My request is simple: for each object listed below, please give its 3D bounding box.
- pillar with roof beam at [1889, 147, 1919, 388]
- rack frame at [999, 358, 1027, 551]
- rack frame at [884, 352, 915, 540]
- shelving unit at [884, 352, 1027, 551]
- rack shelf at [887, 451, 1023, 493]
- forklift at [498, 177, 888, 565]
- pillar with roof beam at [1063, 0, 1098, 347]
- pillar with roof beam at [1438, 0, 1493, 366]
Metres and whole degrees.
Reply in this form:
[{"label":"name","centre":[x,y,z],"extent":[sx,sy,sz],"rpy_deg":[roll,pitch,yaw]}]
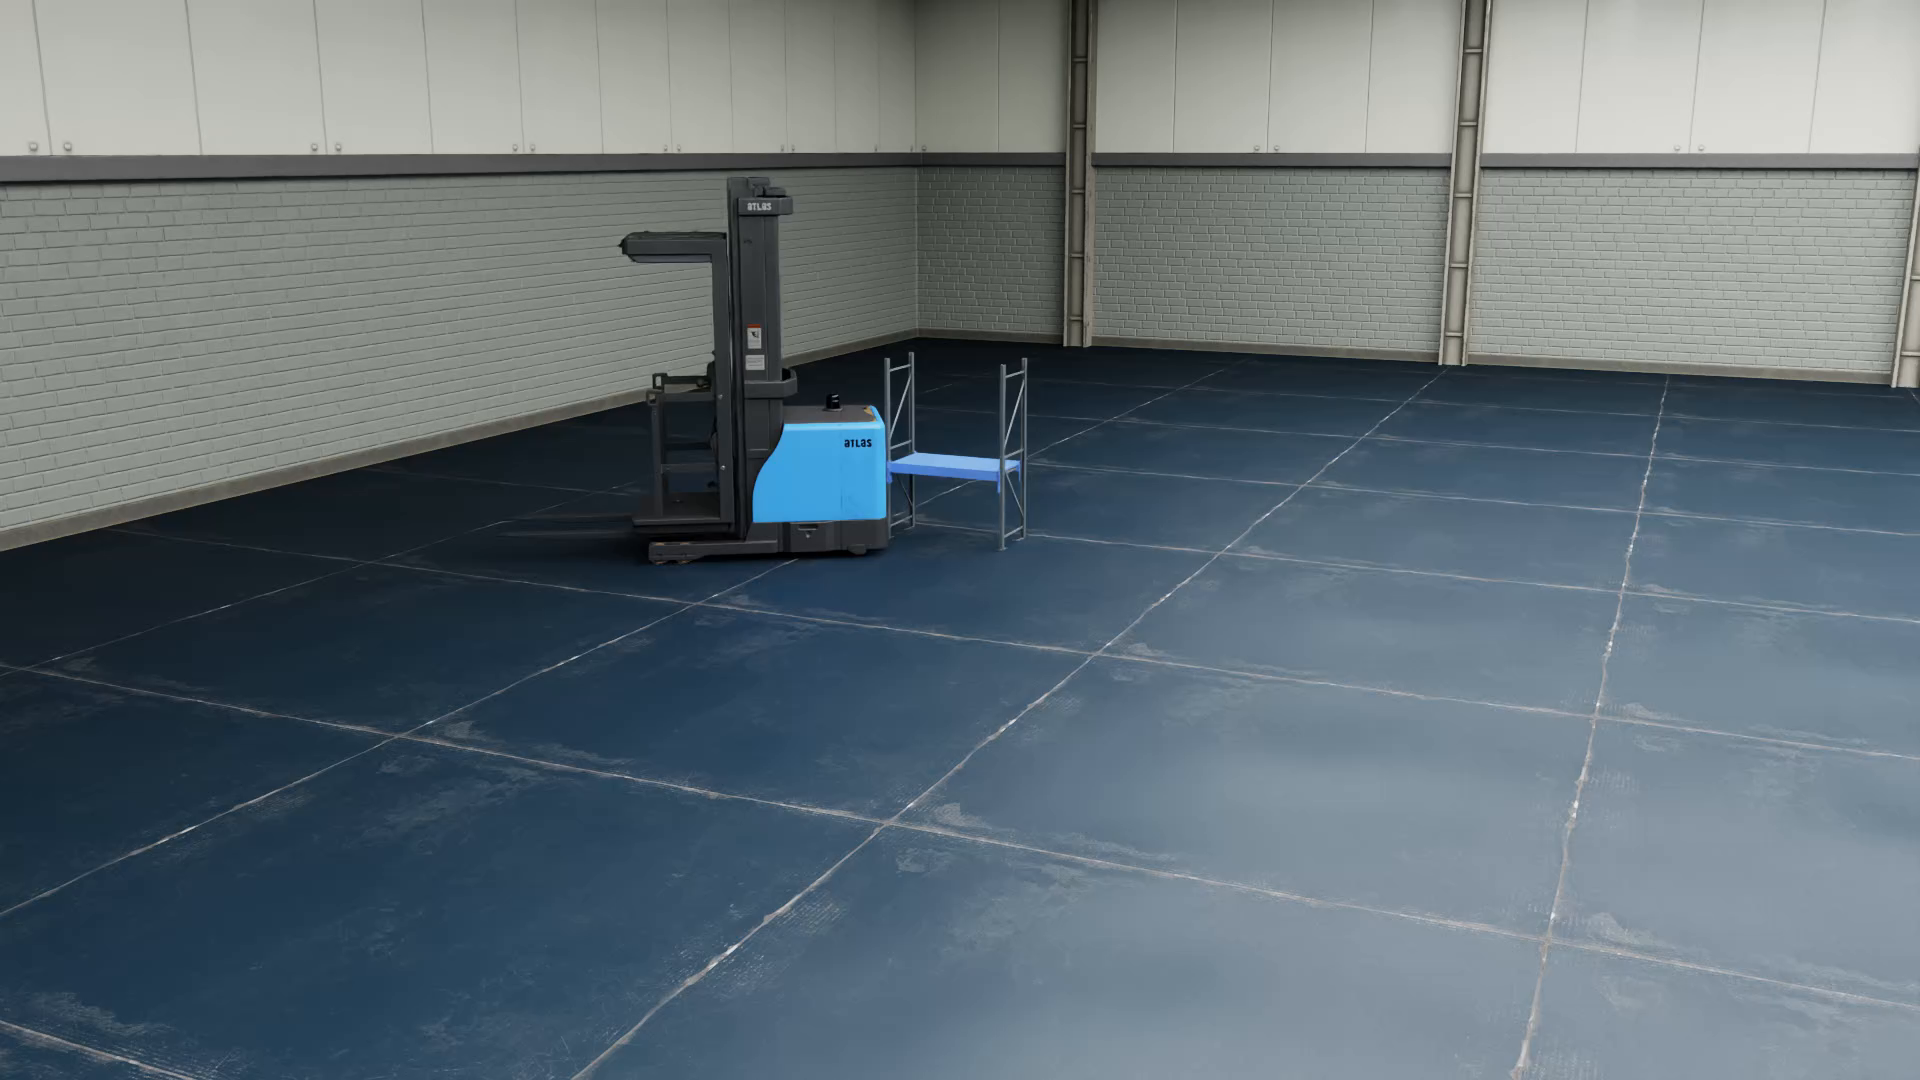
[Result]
[{"label":"pillar with roof beam","centre":[11.166,-5.575,17.816],"extent":[0.400,9.000,9.100],"rpy_deg":[6,14,23]},{"label":"rack frame","centre":[0.429,-0.692,13.420],"extent":[0.032,1.500,0.500],"rpy_deg":[6,14,23]},{"label":"rack frame","centre":[-0.500,-0.786,13.823],"extent":[0.032,1.500,0.500],"rpy_deg":[6,14,23]},{"label":"shelving unit","centre":[-0.036,-0.739,13.621],"extent":[1.048,1.500,0.538],"rpy_deg":[6,14,23]},{"label":"rack shelf","centre":[-0.036,-0.564,13.662],"extent":[1.000,0.185,0.538],"rpy_deg":[6,14,23]},{"label":"forklift","centre":[-2.129,-1.364,13.152],"extent":[3.031,2.935,1.130],"rpy_deg":[-2,13,-7]},{"label":"pillar with roof beam","centre":[0.194,-6.686,22.548],"extent":[0.400,9.000,9.100],"rpy_deg":[6,14,23]},{"label":"pillar with roof beam","centre":[5.680,-6.130,20.182],"extent":[0.400,9.000,9.100],"rpy_deg":[6,14,23]}]
